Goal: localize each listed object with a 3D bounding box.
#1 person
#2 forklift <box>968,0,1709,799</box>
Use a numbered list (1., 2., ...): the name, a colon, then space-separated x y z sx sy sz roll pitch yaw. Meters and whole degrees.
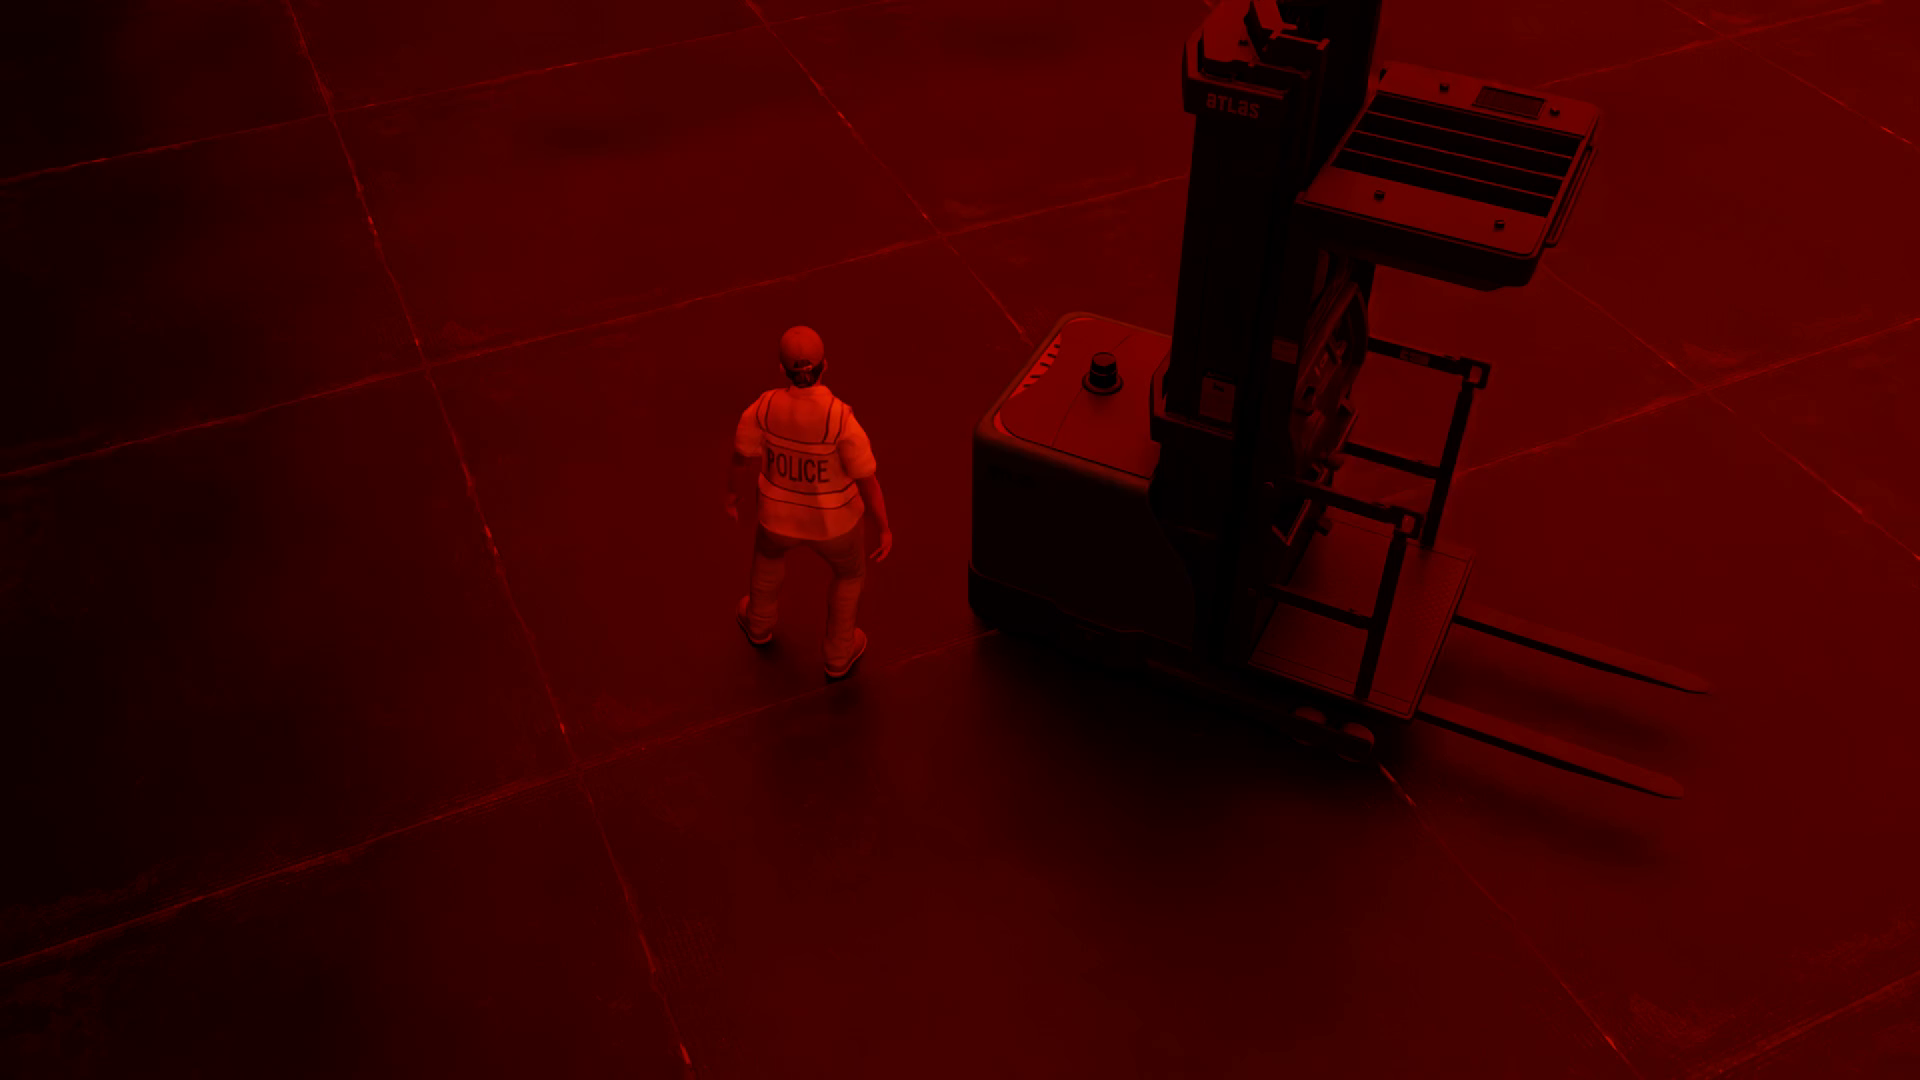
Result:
1. person: -0.639 -0.149 6.797 0.796 1.639 0.466 10 44 10
2. forklift: 1.589 -0.575 6.296 3.031 2.935 1.130 19 46 19
